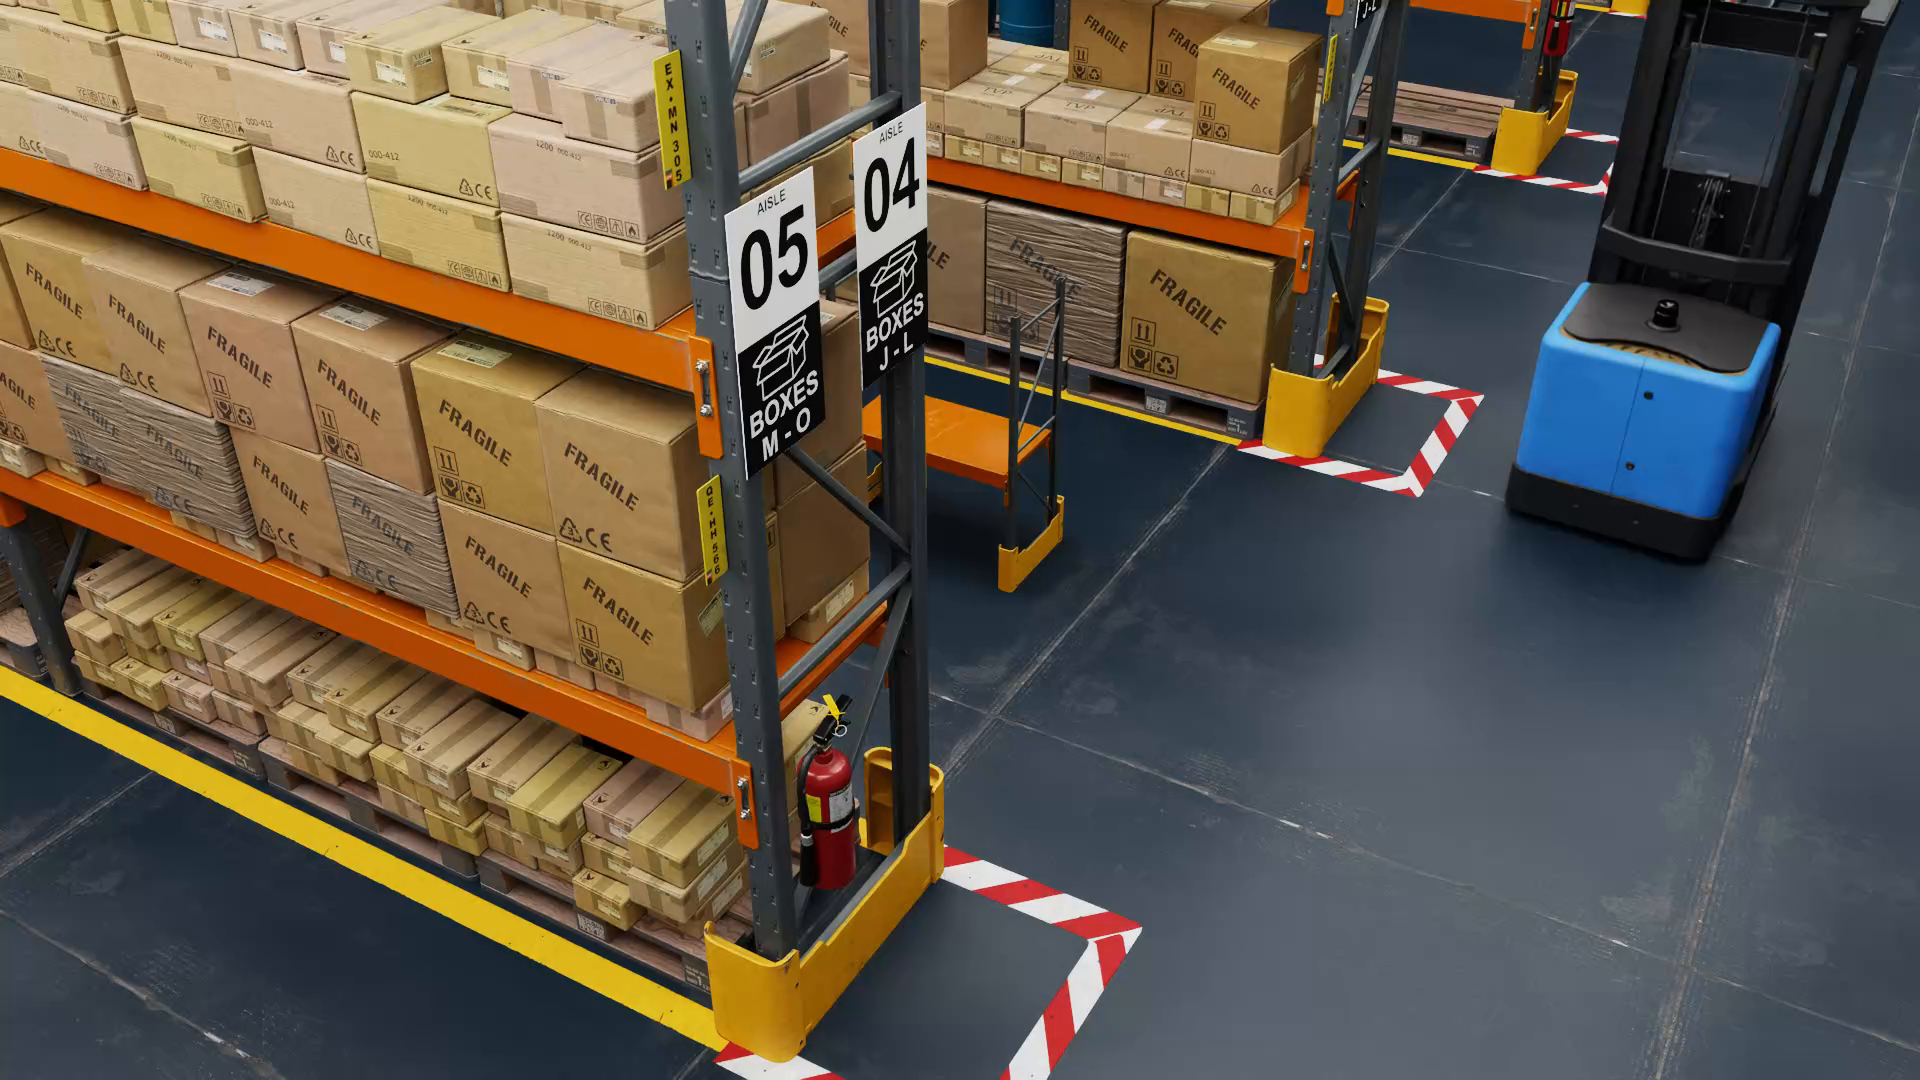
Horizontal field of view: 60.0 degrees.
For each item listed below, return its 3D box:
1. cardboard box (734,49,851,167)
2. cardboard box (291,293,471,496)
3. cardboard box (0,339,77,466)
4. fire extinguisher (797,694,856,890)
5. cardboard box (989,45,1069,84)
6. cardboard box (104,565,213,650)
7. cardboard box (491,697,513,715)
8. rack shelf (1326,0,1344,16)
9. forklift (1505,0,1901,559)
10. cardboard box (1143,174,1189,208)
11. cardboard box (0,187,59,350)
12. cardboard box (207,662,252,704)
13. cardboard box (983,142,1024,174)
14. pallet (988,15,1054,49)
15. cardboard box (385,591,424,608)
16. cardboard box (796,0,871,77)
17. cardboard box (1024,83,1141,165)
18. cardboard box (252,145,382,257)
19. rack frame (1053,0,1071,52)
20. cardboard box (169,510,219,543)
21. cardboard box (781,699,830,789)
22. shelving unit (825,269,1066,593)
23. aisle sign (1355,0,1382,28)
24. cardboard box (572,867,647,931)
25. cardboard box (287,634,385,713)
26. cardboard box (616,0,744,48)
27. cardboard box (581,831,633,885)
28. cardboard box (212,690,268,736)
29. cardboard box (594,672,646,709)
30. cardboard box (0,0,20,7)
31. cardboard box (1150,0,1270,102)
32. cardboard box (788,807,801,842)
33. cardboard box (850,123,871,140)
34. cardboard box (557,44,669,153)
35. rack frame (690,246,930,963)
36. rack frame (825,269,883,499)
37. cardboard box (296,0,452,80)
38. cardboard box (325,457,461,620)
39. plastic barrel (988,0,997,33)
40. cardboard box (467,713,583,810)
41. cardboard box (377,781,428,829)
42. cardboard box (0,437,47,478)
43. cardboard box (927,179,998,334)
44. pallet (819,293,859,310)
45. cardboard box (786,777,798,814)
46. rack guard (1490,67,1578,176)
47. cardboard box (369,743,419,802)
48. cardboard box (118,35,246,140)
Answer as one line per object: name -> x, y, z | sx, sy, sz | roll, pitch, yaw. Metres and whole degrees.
cardboard box -> -0.674, -1.316, 4.998 | 0.500, 0.250, 0.500 | 18, 38, 25
cardboard box -> -1.830, -0.539, 5.593 | 0.500, 0.500, 0.500 | 20, 38, 27
cardboard box -> -3.581, -0.681, 6.708 | 0.500, 0.500, 0.500 | 17, 37, 24
fire extinguisher -> -0.424, 0.805, 5.240 | 0.183, 0.674, 0.296 | 18, 37, 24
cardboard box -> 0.508, -2.776, 10.080 | 0.500, 0.250, 0.500 | 17, 37, 23
cardboard box -> -3.480, 0.290, 7.265 | 0.250, 0.149, 0.380 | 20, 38, 27
cardboard box -> -1.910, 0.615, 7.045 | 0.250, 0.149, 0.380 | 20, 38, 27
rack shelf -> 0.399, -3.531, 9.290 | 4.000, 0.370, 1.077 | 18, 37, 24
forklift -> 4.127, -1.909, 8.972 | 1.130, 2.935, 3.031 | 19, 38, 26
cardboard box -> 1.218, -2.008, 9.286 | 0.250, 0.149, 0.380 | 18, 38, 25
cardboard box -> -3.615, -1.114, 6.455 | 0.500, 0.500, 0.500 | 19, 38, 26
cardboard box -> -3.004, 0.520, 7.188 | 0.250, 0.149, 0.380 | 16, 37, 22
cardboard box -> 0.336, -2.288, 9.706 | 0.250, 0.149, 0.380 | 18, 38, 25
pallet -> 0.471, -4.588, 15.449 | 1.213, 0.211, 1.003 | 18, 37, 24
cardboard box -> -1.911, 0.081, 6.149 | 0.250, 0.149, 0.380 | 16, 37, 22
cardboard box -> -0.625, -3.112, 9.907 | 0.500, 0.500, 0.500 | 18, 37, 24
cardboard box -> 0.701, -2.379, 9.483 | 0.500, 0.250, 0.500 | 16, 37, 23
cardboard box -> -1.810, -1.137, 5.180 | 0.500, 0.250, 0.500 | 19, 38, 26
rack frame -> 1.120, -5.516, 14.327 | 0.127, 3.000, 1.000 | 18, 37, 24
cardboard box -> -2.864, -0.172, 6.528 | 0.250, 0.149, 0.380 | 18, 38, 25
cardboard box -> -0.700, 0.783, 6.524 | 0.250, 0.149, 0.380 | 16, 37, 22
shelving unit -> -0.066, -0.645, 8.366 | 1.083, 1.500, 0.587 | 18, 37, 24
aisle sign -> 2.049, -2.950, 8.129 | 0.004, 0.787, 0.394 | 18, 37, 24
cardboard box -> -1.247, 1.272, 6.327 | 0.250, 0.149, 0.380 | 19, 38, 26
cardboard box -> -2.541, 0.541, 6.888 | 0.250, 0.149, 0.380 | 16, 37, 22
cardboard box -> -0.794, -1.511, 4.931 | 0.250, 0.149, 0.380 | 19, 38, 26
cardboard box -> -1.213, 1.109, 6.303 | 0.250, 0.149, 0.380 | 17, 37, 23
cardboard box -> -3.012, 0.655, 7.253 | 0.250, 0.149, 0.380 | 17, 37, 23
cardboard box -> -1.034, 0.391, 5.683 | 0.250, 0.149, 0.380 | 18, 37, 24
cardboard box -> -3.085, -1.911, 5.532 | 0.250, 0.149, 0.380 | 16, 37, 23
cardboard box -> 1.418, -2.805, 9.447 | 0.500, 0.500, 0.500 | 17, 37, 23
cardboard box -> -0.709, 1.040, 6.675 | 0.250, 0.149, 0.380 | 18, 38, 25
cardboard box -> -0.559, -2.571, 10.131 | 0.250, 0.149, 0.380 | 17, 37, 23
cardboard box -> -0.848, -1.183, 4.439 | 0.250, 0.149, 0.380 | 17, 37, 24
rack frame -> -0.413, 0.327, 5.553 | 0.127, 3.000, 1.000 | 18, 37, 24
rack frame -> -0.515, -0.788, 8.579 | 0.032, 1.500, 0.500 | 18, 37, 24
cardboard box -> -1.710, -1.488, 4.896 | 0.250, 0.149, 0.380 | 17, 37, 23
cardboard box -> -1.821, -0.117, 5.861 | 0.500, 0.500, 0.500 | 18, 38, 25
plastic barrel -> 0.041, -5.170, 15.322 | 0.708, 0.901, 0.600 | 18, 37, 24
cardboard box -> -1.670, 0.859, 6.411 | 0.250, 0.149, 0.380 | 16, 37, 23
cardboard box -> -2.135, 0.972, 6.778 | 0.250, 0.149, 0.380 | 18, 38, 25
cardboard box -> -3.803, -0.433, 6.921 | 0.250, 0.149, 0.380 | 19, 38, 26
cardboard box -> -0.023, -1.955, 10.518 | 0.875, 0.875, 0.875 | 18, 37, 24
pallet -> -0.716, -1.725, 11.150 | 1.213, 0.211, 1.003 | 18, 37, 24
cardboard box -> -0.741, 0.947, 6.546 | 0.250, 0.149, 0.380 | 19, 38, 26
rack guard -> 4.620, -3.375, 13.367 | 0.348, 0.500, 1.175 | 18, 37, 24
cardboard box -> -2.135, 0.849, 6.693 | 0.250, 0.149, 0.380 | 20, 38, 27
cardboard box -> -2.260, -1.498, 5.272 | 0.500, 0.250, 0.500 | 16, 37, 22
